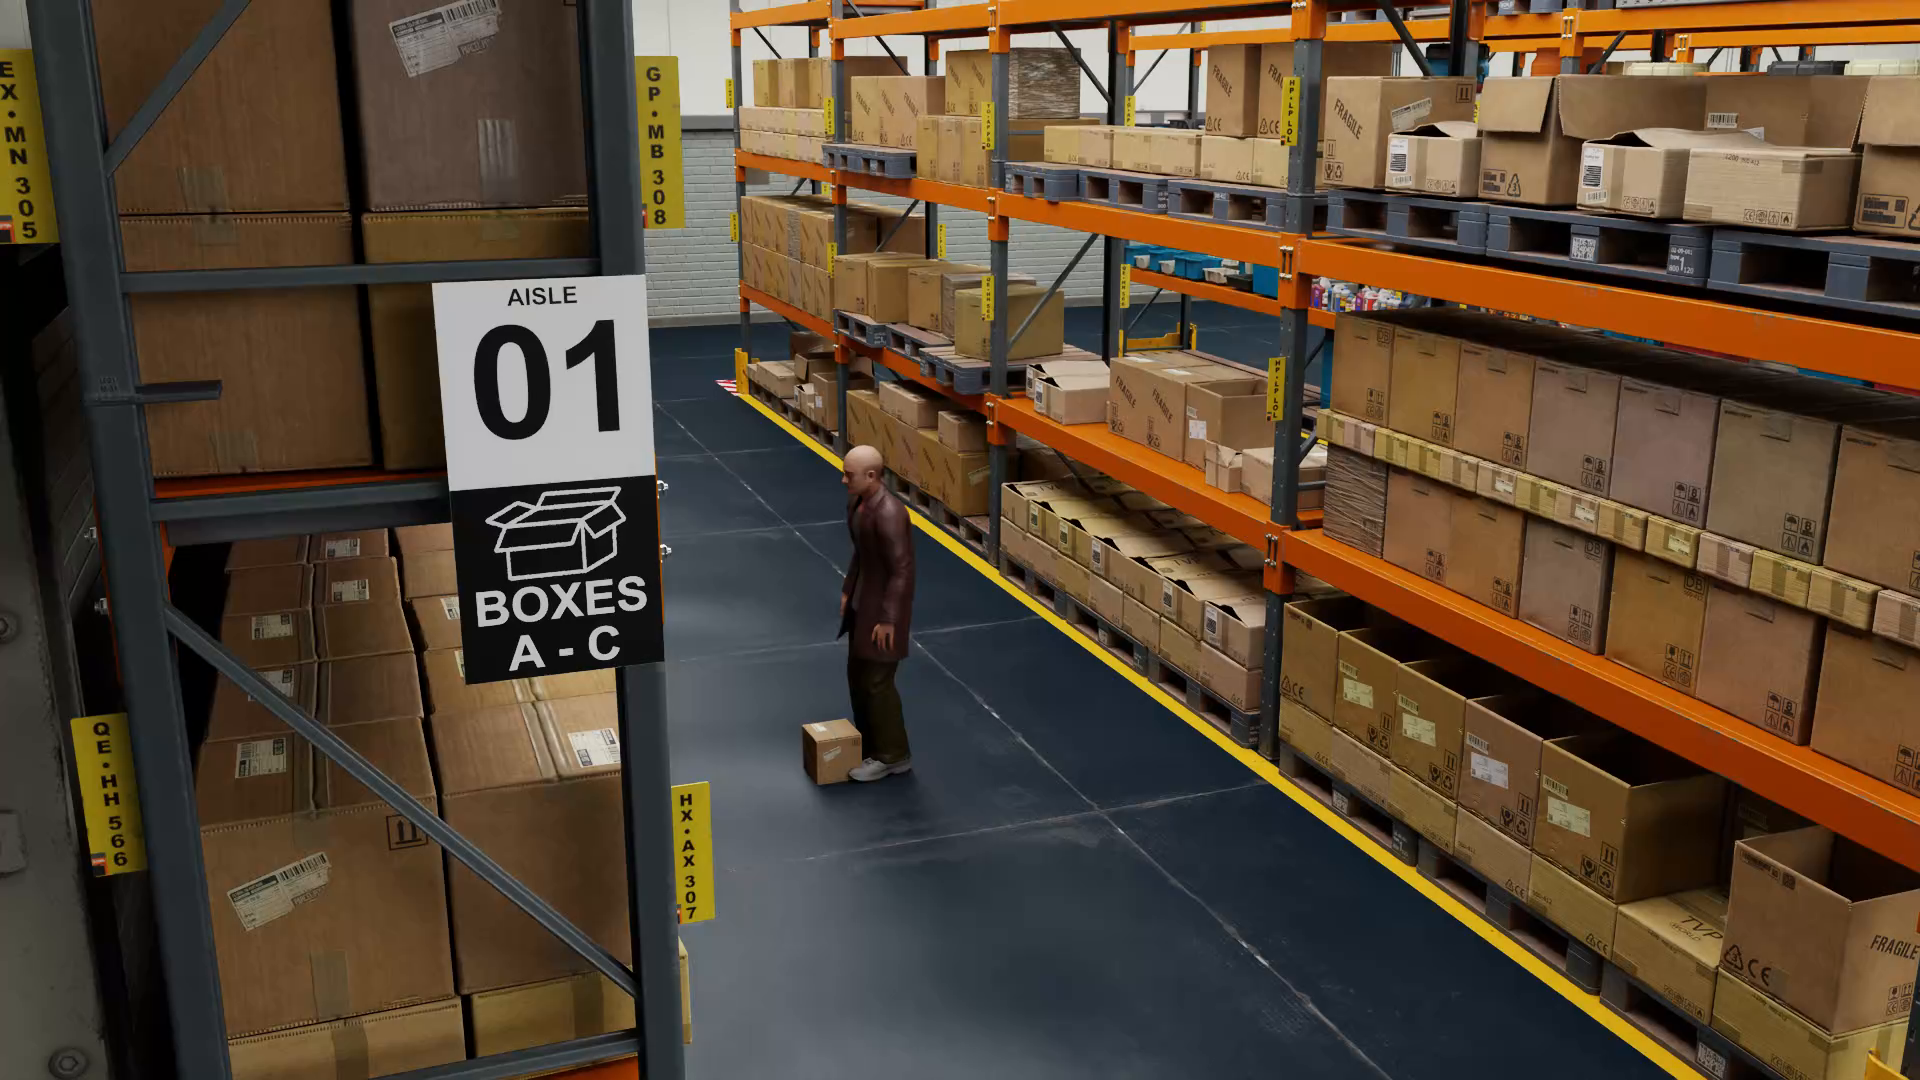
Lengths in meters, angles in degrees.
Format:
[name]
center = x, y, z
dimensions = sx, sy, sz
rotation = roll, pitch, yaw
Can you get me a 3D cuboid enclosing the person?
[person]
center = -0.450, 0.366, 8.720
dimensions = 0.415, 1.774, 0.655
rotation = -6, 17, -22
